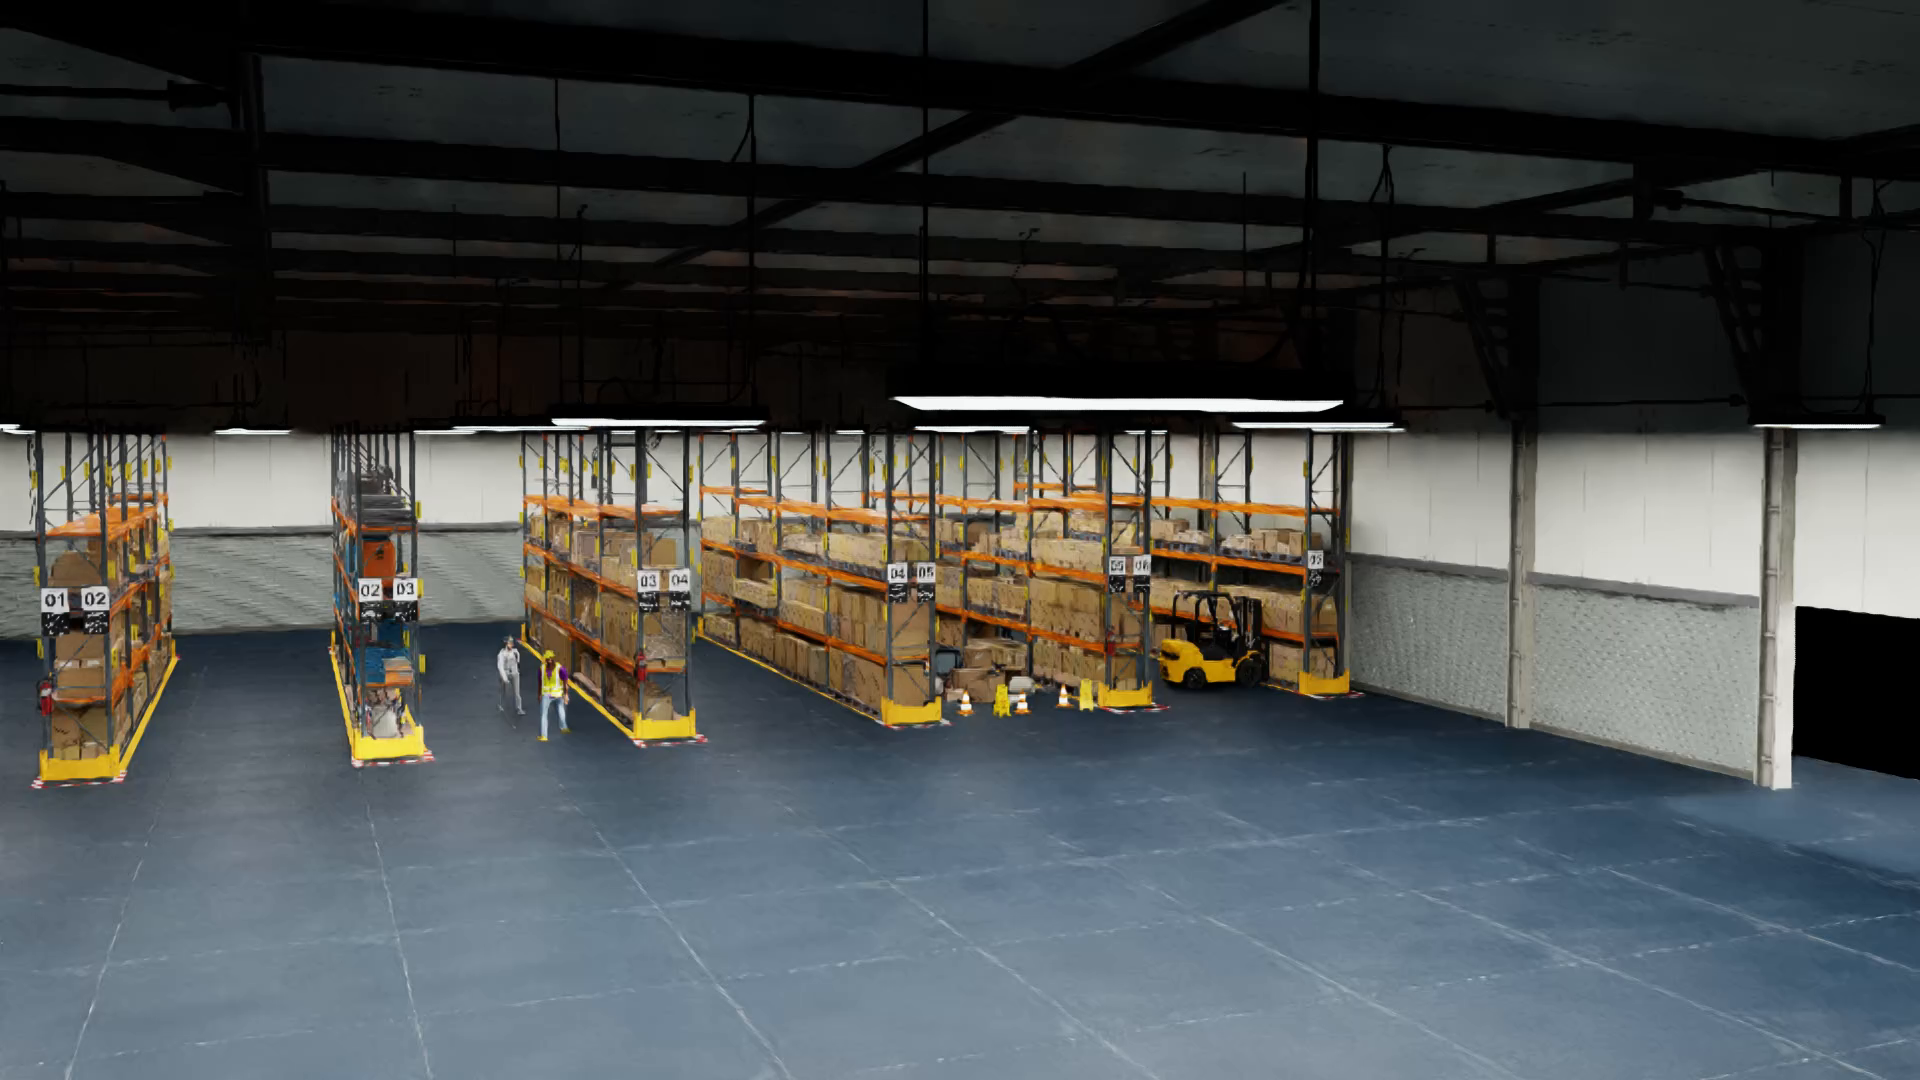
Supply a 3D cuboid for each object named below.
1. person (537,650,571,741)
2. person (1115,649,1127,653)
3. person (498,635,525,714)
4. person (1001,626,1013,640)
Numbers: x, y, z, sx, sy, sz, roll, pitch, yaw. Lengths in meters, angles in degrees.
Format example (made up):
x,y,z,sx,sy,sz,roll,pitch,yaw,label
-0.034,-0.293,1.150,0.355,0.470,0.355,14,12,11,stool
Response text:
x,y,z,sx,sy,sz,roll,pitch,yaw,label
-7.701,2.909,31.449,0.616,1.712,0.970,0,4,-2,person
3.746,2.478,39.058,0.469,1.589,0.399,3,4,36,person
-9.271,2.757,34.193,0.483,1.621,0.985,-2,4,-30,person
1.228,2.043,46.002,0.511,1.596,0.494,1,4,9,person
